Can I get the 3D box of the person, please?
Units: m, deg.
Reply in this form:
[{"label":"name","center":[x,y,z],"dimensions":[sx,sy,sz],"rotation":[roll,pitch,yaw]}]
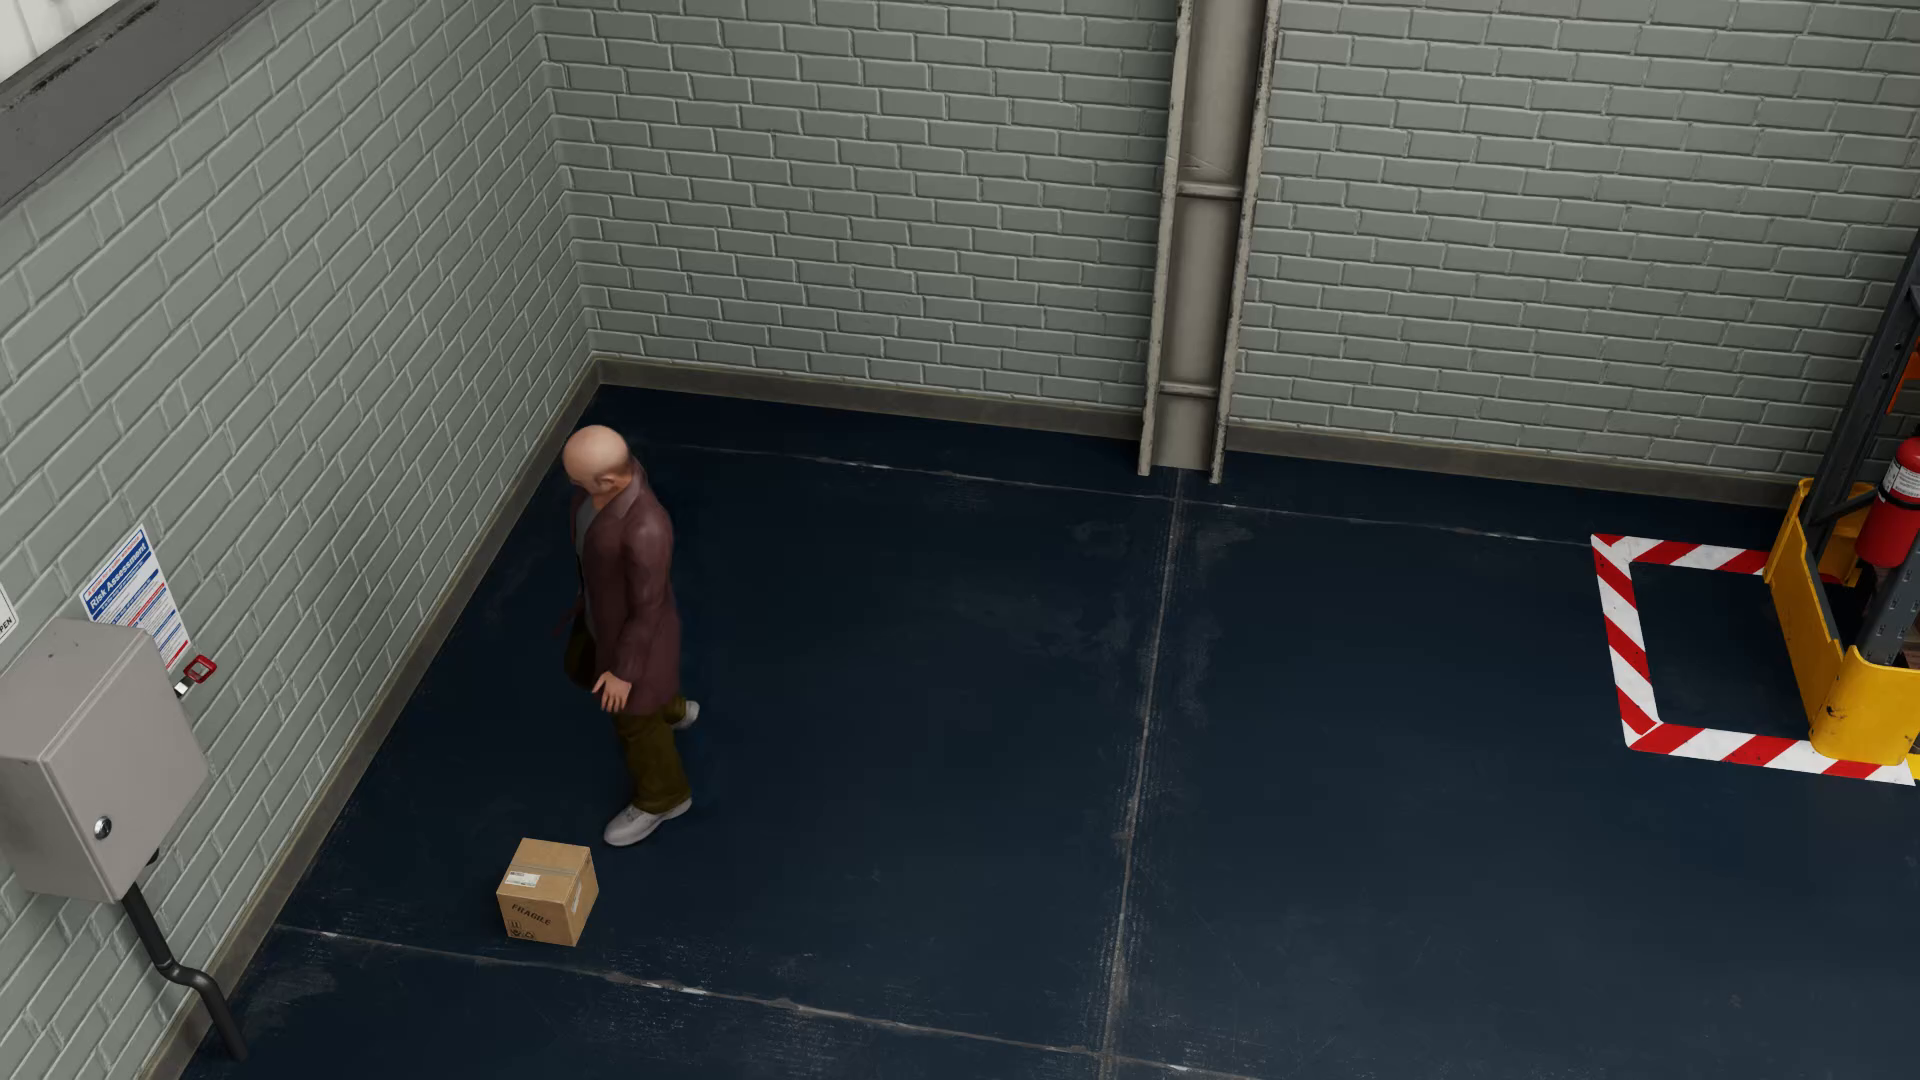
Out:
[{"label":"person","center":[-1.236,0.313,5.805],"dimensions":[0.405,1.820,0.691],"rotation":[-21,45,-24]}]
